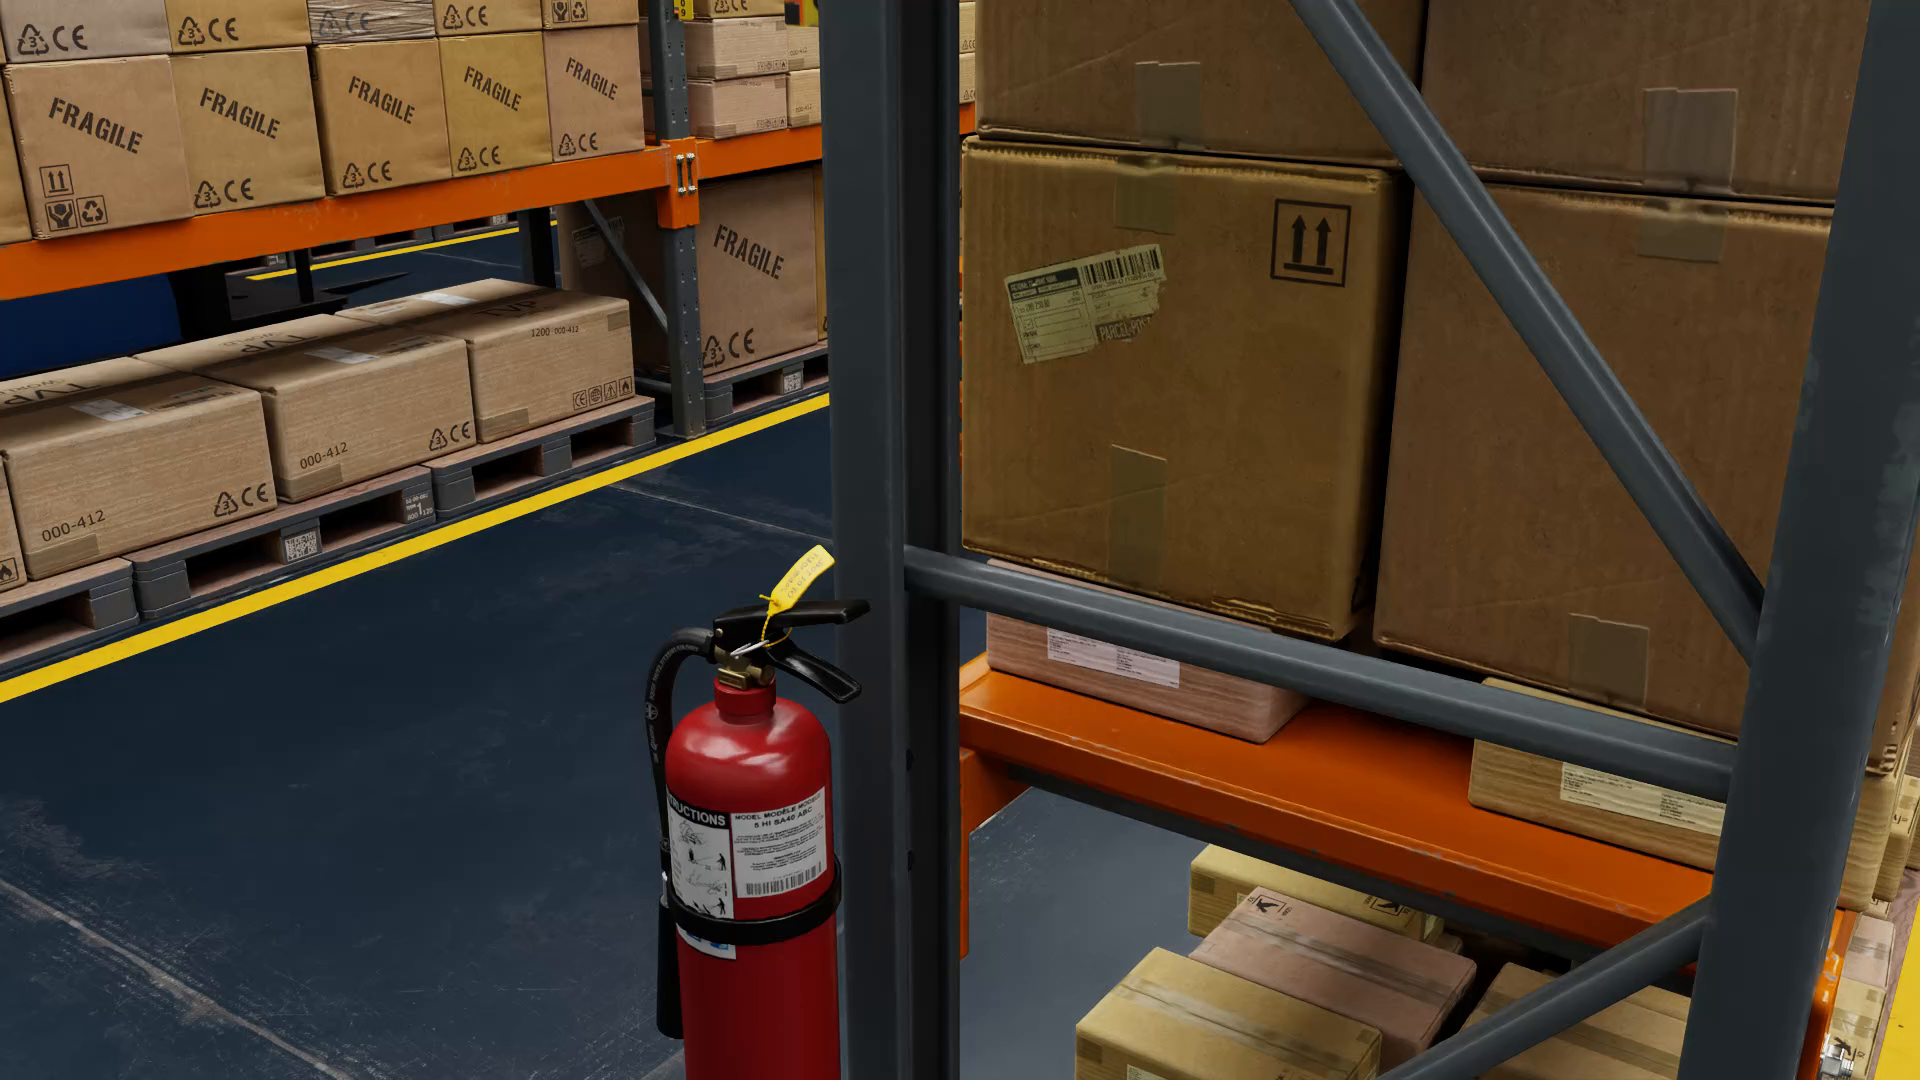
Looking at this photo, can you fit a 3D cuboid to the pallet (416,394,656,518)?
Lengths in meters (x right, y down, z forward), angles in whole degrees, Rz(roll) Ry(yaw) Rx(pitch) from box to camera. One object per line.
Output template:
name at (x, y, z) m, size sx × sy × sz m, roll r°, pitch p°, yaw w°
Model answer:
pallet at (-2.087, -0.449, 7.176) m, size 1.003 × 0.211 × 1.213 m, roll 13°, pitch 24°, yaw 32°

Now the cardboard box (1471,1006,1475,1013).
cardboard box at (0.839, 0.846, 3.157) m, size 0.380 × 0.149 × 0.250 m, roll 14°, pitch 24°, yaw 32°

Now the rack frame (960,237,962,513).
rack frame at (0.044, -0.585, 6.118) m, size 0.240 × 1.200 × 0.015 m, roll 13°, pitch 24°, yaw 32°

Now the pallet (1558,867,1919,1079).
pallet at (1.522, 0.835, 3.703) m, size 1.003 × 0.211 × 1.213 m, roll 13°, pitch 24°, yaw 32°

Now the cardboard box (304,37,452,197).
cardboard box at (-2.199, -1.528, 5.929) m, size 0.500 × 0.500 × 0.500 m, roll 13°, pitch 24°, yaw 31°

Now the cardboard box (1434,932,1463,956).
cardboard box at (0.659, 0.768, 2.941) m, size 0.380 × 0.149 × 0.250 m, roll 12°, pitch 24°, yaw 30°

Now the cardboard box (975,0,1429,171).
cardboard box at (0.359, -0.711, 1.850) m, size 0.500 × 0.500 × 0.500 m, roll 13°, pitch 24°, yaw 31°

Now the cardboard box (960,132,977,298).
cardboard box at (-0.308, -1.871, 9.457) m, size 0.875 × 0.875 × 0.875 m, roll 14°, pitch 24°, yaw 32°

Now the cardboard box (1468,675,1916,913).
cardboard box at (0.760, 0.213, 1.729) m, size 0.380 × 0.149 × 0.250 m, roll 13°, pitch 24°, yaw 31°

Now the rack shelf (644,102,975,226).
rack shelf at (-0.471, -2.197, 8.917) m, size 1.077 × 0.370 × 4.000 m, roll 13°, pitch 24°, yaw 32°

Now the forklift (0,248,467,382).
forklift at (-3.899, -2.273, 8.185) m, size 1.130 × 2.935 × 3.031 m, roll 13°, pitch 24°, yaw 31°

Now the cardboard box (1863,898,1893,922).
cardboard box at (1.725, 0.730, 3.473) m, size 0.380 × 0.149 × 0.250 m, roll 13°, pitch 24°, yaw 32°

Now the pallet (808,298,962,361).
pallet at (-0.538, -1.240, 9.313) m, size 1.003 × 0.211 × 1.213 m, roll 13°, pitch 24°, yaw 32°

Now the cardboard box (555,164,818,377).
cardboard box at (-1.313, -1.354, 8.059) m, size 0.875 × 0.875 × 0.875 m, roll 14°, pitch 25°, yaw 33°

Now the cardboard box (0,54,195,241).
cardboard box at (-2.774, -1.234, 5.134) m, size 0.500 × 0.500 × 0.500 m, roll 13°, pitch 24°, yaw 32°

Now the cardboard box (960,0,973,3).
cardboard box at (-0.277, -2.991, 8.441) m, size 0.500 × 0.500 × 0.500 m, roll 13°, pitch 24°, yaw 31°

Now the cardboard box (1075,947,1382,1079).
cardboard box at (0.395, 0.784, 2.469) m, size 0.380 × 0.149 × 0.250 m, roll 14°, pitch 24°, yaw 32°

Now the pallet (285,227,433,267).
pallet at (-4.591, -2.212, 11.940) m, size 1.003 × 0.211 × 1.213 m, roll 13°, pitch 24°, yaw 32°

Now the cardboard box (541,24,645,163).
cardboard box at (-1.644, -1.824, 6.729) m, size 0.500 × 0.500 × 0.500 m, roll 14°, pitch 24°, yaw 32°

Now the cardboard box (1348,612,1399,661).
cardboard box at (0.428, 0.029, 2.225) m, size 0.380 × 0.149 × 0.250 m, roll 13°, pitch 24°, yaw 32°

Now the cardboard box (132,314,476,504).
cardboard box at (-2.539, -0.539, 6.487) m, size 0.875 × 0.438 × 0.875 m, roll 12°, pitch 24°, yaw 30°

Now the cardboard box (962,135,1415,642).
cardboard box at (0.347, -0.242, 2.022) m, size 0.500 × 0.500 × 0.500 m, roll 14°, pitch 24°, yaw 33°

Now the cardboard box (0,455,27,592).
cardboard box at (-3.555, -0.017, 5.074) m, size 0.875 × 0.438 × 0.875 m, roll 12°, pitch 24°, yaw 30°

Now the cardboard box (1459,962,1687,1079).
cardboard box at (0.938, 0.798, 2.430) m, size 0.380 × 0.149 × 0.250 m, roll 14°, pitch 24°, yaw 33°

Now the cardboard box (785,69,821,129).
cardboard box at (-0.840, -2.113, 7.871) m, size 0.500 × 0.250 × 0.500 m, roll 13°, pitch 24°, yaw 31°

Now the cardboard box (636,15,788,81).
cardboard box at (-1.114, -2.196, 7.373) m, size 0.500 × 0.250 × 0.500 m, roll 12°, pitch 24°, yaw 30°

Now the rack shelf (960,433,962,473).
rack shelf at (-0.093, -0.266, 6.021) m, size 0.258 × 0.148 × 0.480 m, roll 13°, pitch 24°, yaw 32°

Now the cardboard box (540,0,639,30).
cardboard box at (-1.632, -2.287, 6.538) m, size 0.500 × 0.500 × 0.500 m, roll 13°, pitch 24°, yaw 31°

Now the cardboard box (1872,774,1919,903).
cardboard box at (1.606, 0.519, 3.184) m, size 0.380 × 0.149 × 0.250 m, roll 14°, pitch 24°, yaw 33°

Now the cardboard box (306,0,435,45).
cardboard box at (-2.202, -1.995, 5.749) m, size 0.500 × 0.500 × 0.500 m, roll 14°, pitch 24°, yaw 33°

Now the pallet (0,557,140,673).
pallet at (-3.459, 0.251, 5.283) m, size 1.003 × 0.211 × 1.213 m, roll 13°, pitch 24°, yaw 32°

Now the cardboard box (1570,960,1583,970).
cardboard box at (1.257, 0.664, 2.794) m, size 0.380 × 0.149 × 0.250 m, roll 12°, pitch 23°, yaw 29°

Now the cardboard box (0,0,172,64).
cardboard box at (-2.770, -1.709, 4.977) m, size 0.500 × 0.500 × 0.500 m, roll 13°, pitch 24°, yaw 31°

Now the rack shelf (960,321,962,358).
rack shelf at (-0.093, -0.662, 5.874) m, size 0.258 × 0.148 × 0.480 m, roll 13°, pitch 24°, yaw 32°

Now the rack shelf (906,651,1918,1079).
rack shelf at (1.431, -0.113, 3.283) m, size 1.077 × 0.370 × 4.000 m, roll 13°, pitch 24°, yaw 32°

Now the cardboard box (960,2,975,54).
cardboard box at (-0.256, -2.636, 8.563) m, size 0.500 × 0.250 × 0.500 m, roll 12°, pitch 24°, yaw 30°

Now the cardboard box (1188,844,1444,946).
cardboard box at (0.624, 0.624, 2.902) m, size 0.380 × 0.149 × 0.250 m, roll 13°, pitch 24°, yaw 31°

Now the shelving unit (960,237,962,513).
shelving unit at (-0.093, -0.515, 5.928) m, size 0.258 × 1.200 × 0.503 m, roll 13°, pitch 24°, yaw 32°
